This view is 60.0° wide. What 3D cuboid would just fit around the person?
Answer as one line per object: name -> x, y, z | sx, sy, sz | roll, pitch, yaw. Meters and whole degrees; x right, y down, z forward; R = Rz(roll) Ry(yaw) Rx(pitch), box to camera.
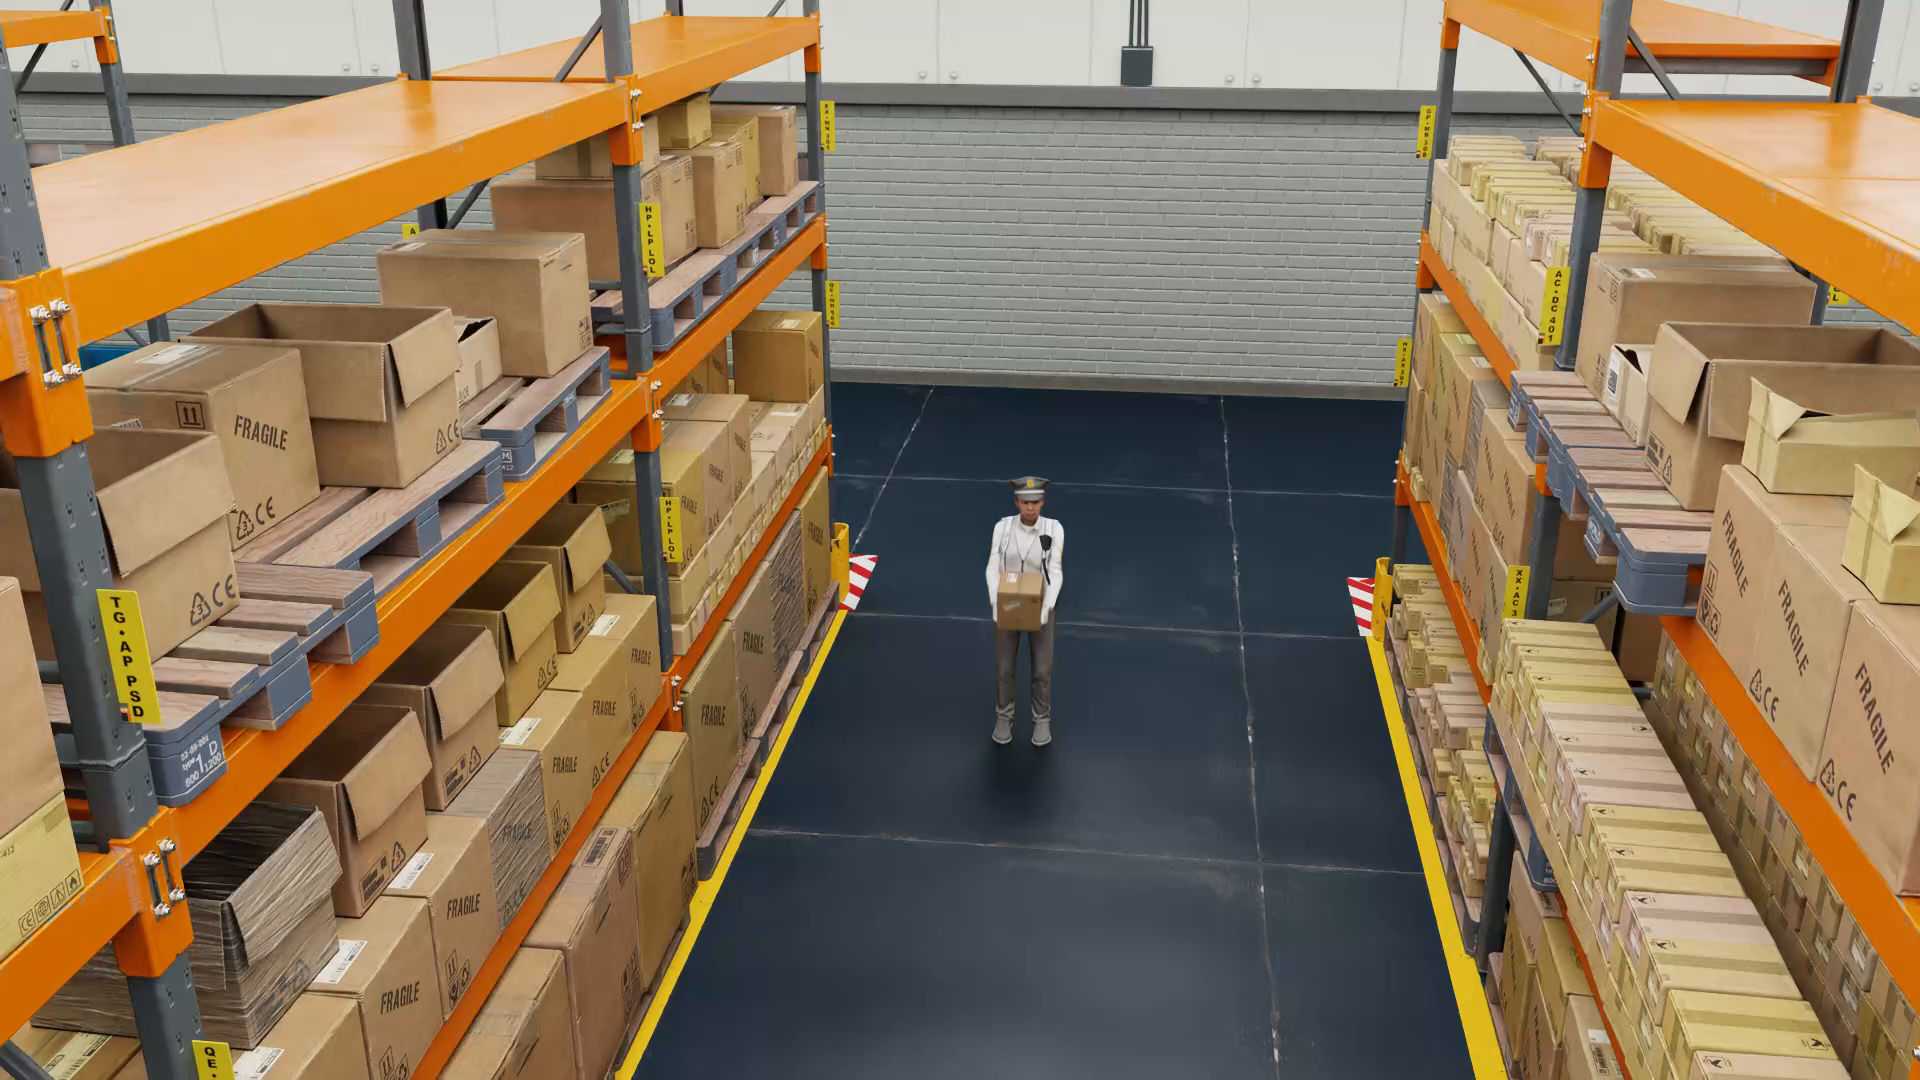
person -> 0.378, 0.440, 9.927 | 0.459, 1.689, 0.547 | 3, 21, 7
